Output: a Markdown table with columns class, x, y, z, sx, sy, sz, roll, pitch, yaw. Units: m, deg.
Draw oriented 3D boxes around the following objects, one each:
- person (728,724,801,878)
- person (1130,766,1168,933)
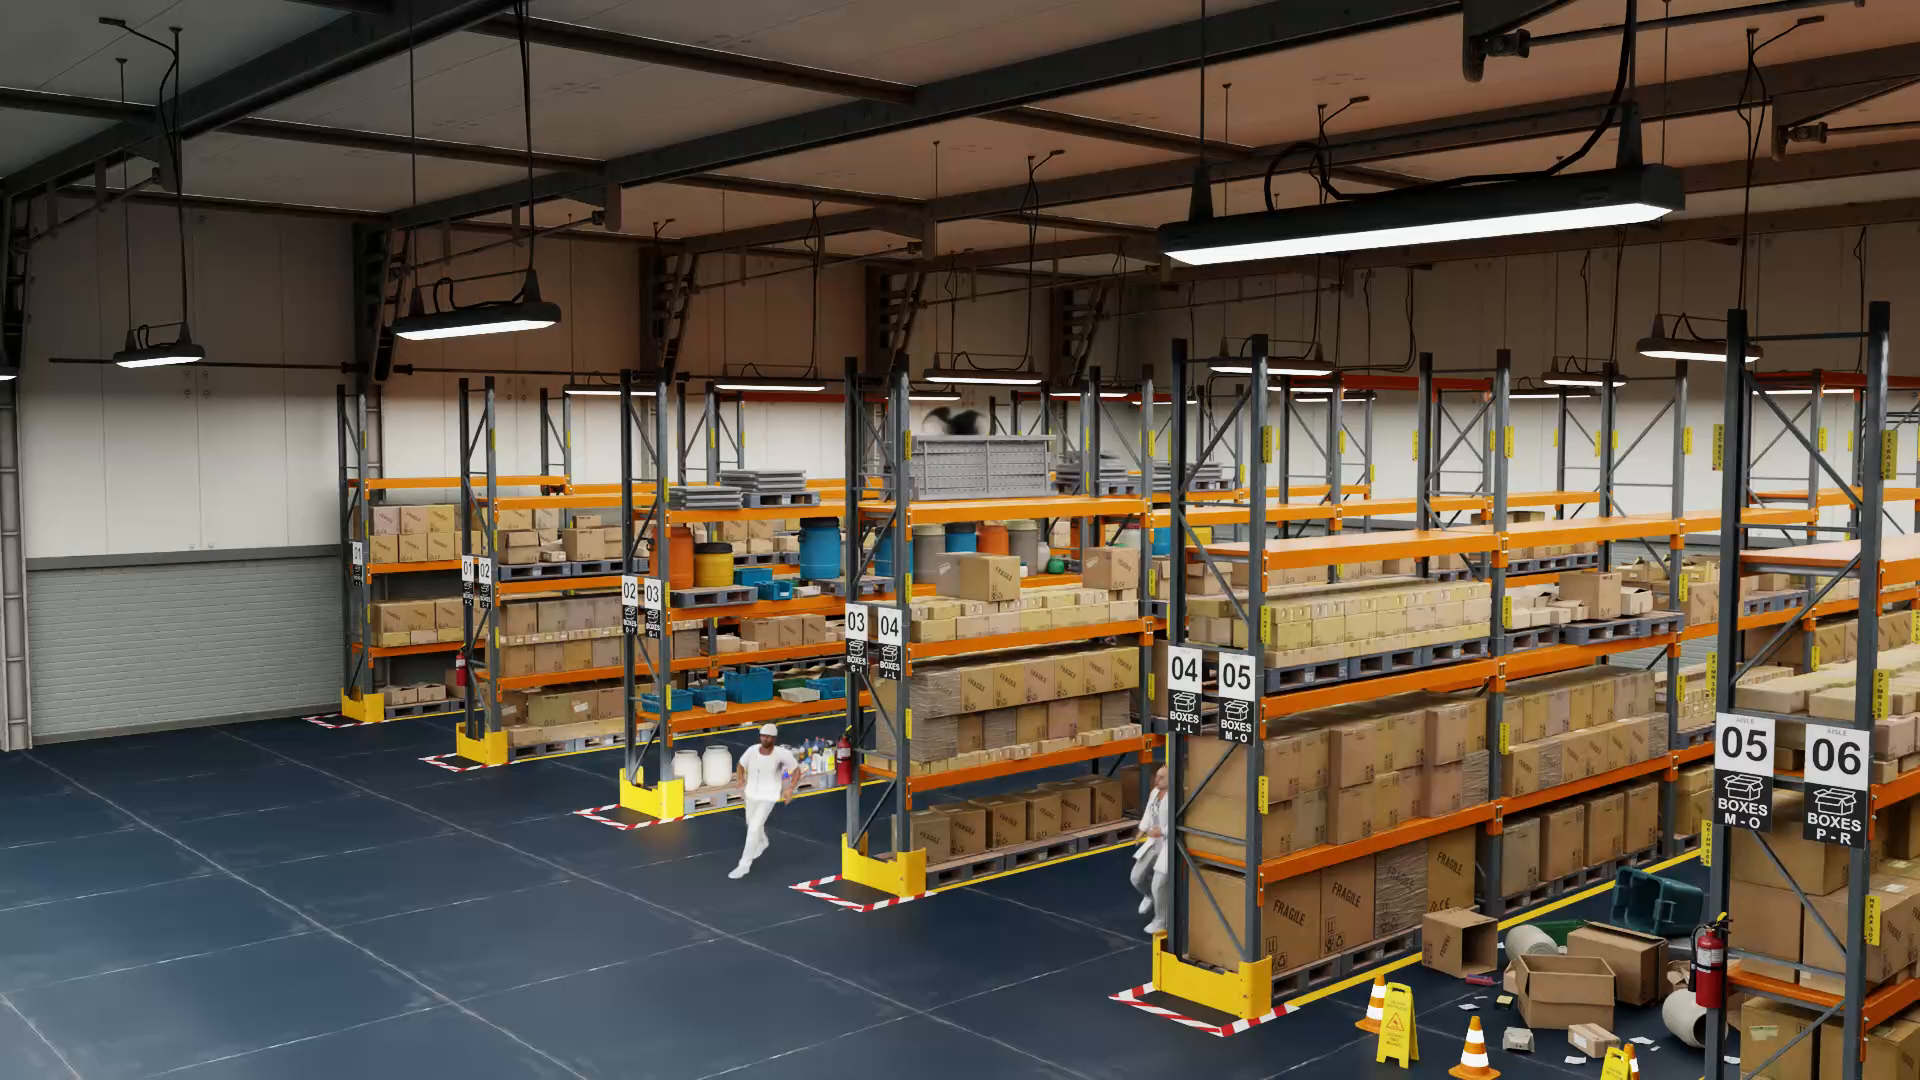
| class | x | y | z | sx | sy | sz | roll | pitch | yaw |
| --- | --- | --- | --- | --- | --- | --- | --- | --- | --- |
| person | -2.307 | 3.007 | 19.425 | 0.762 | 1.742 | 0.966 | 2 | 4 | 25 |
| person | 2.086 | 3.191 | 17.180 | 0.818 | 1.735 | 0.554 | 4 | 5 | 44 |
